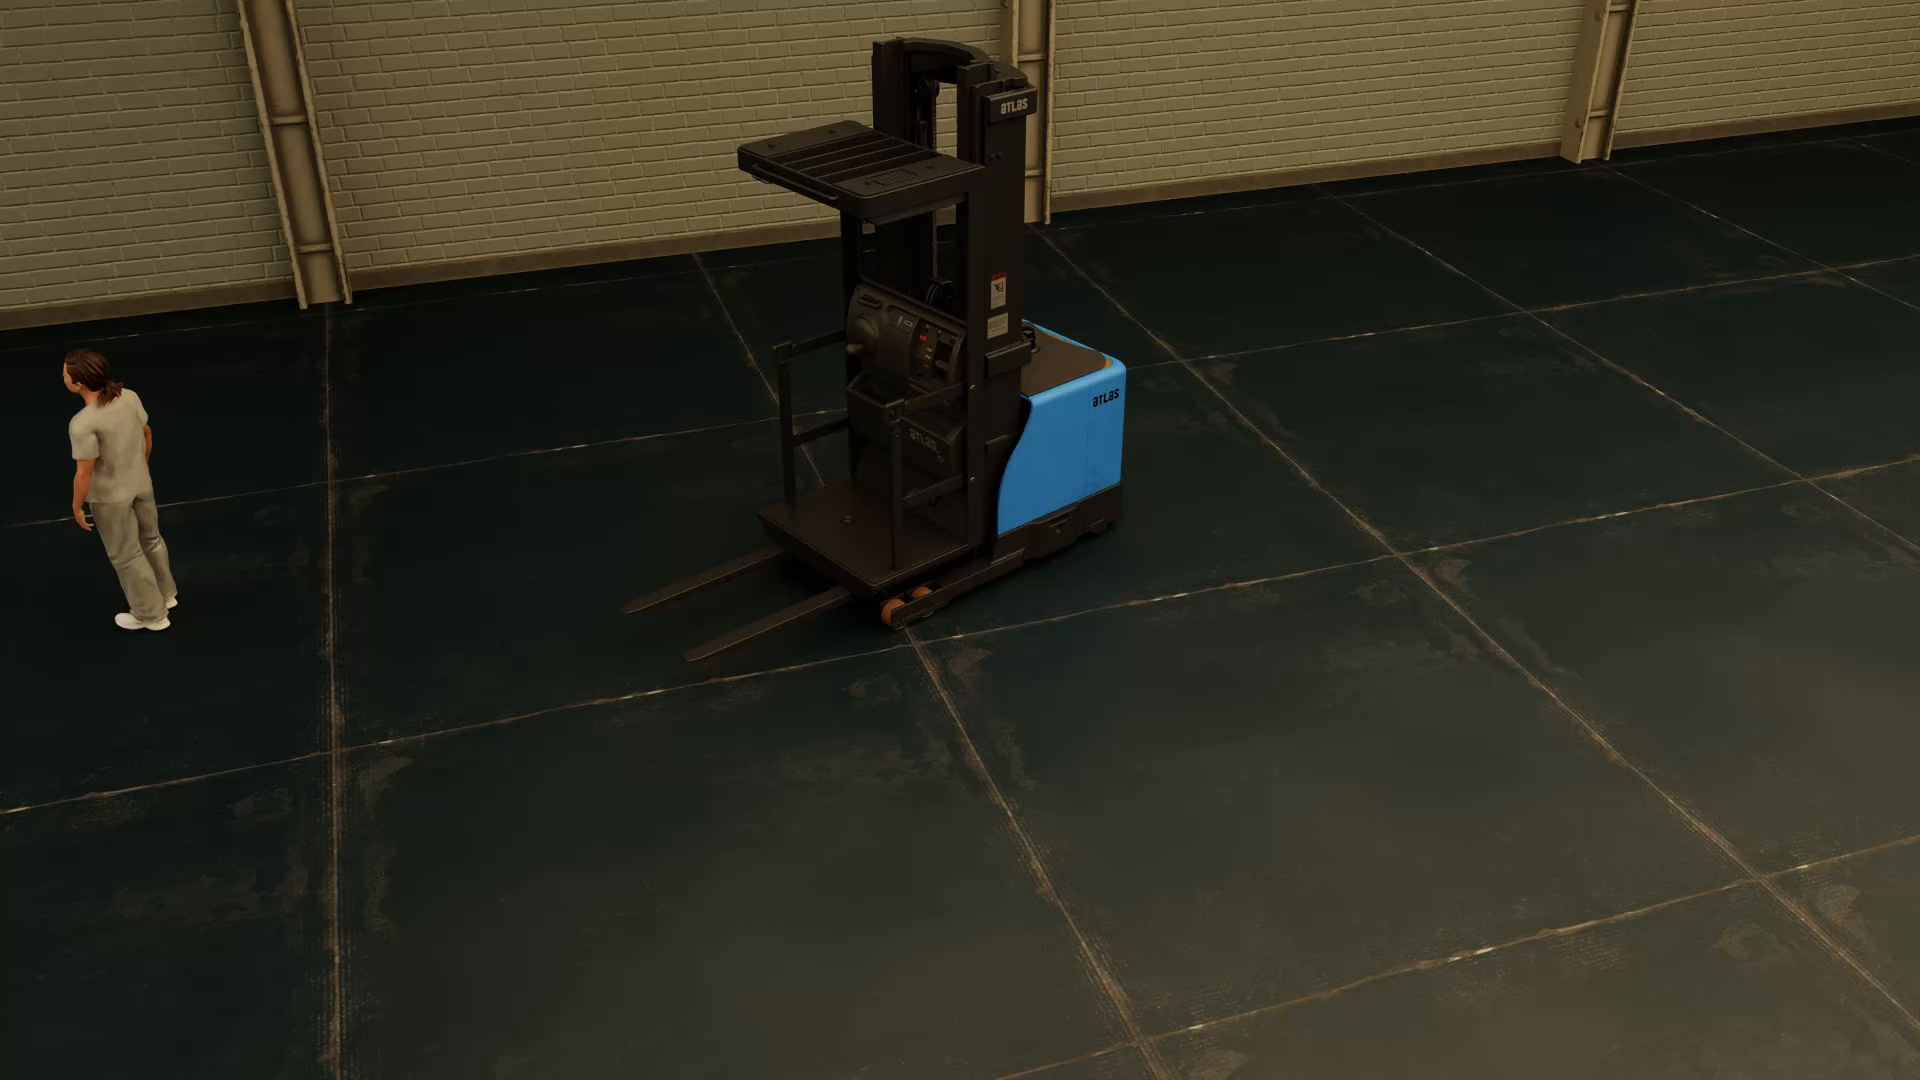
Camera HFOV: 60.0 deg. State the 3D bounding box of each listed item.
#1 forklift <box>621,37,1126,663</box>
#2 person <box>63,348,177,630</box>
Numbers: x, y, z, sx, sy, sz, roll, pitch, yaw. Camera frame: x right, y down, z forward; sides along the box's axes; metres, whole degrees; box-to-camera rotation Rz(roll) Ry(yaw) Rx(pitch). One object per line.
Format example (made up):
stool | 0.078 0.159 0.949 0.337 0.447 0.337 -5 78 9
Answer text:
forklift | -0.461 -1.072 8.951 3.031 2.935 1.130 -23 37 -34
person | -4.491 -0.263 8.788 0.549 1.675 0.549 9 31 16
